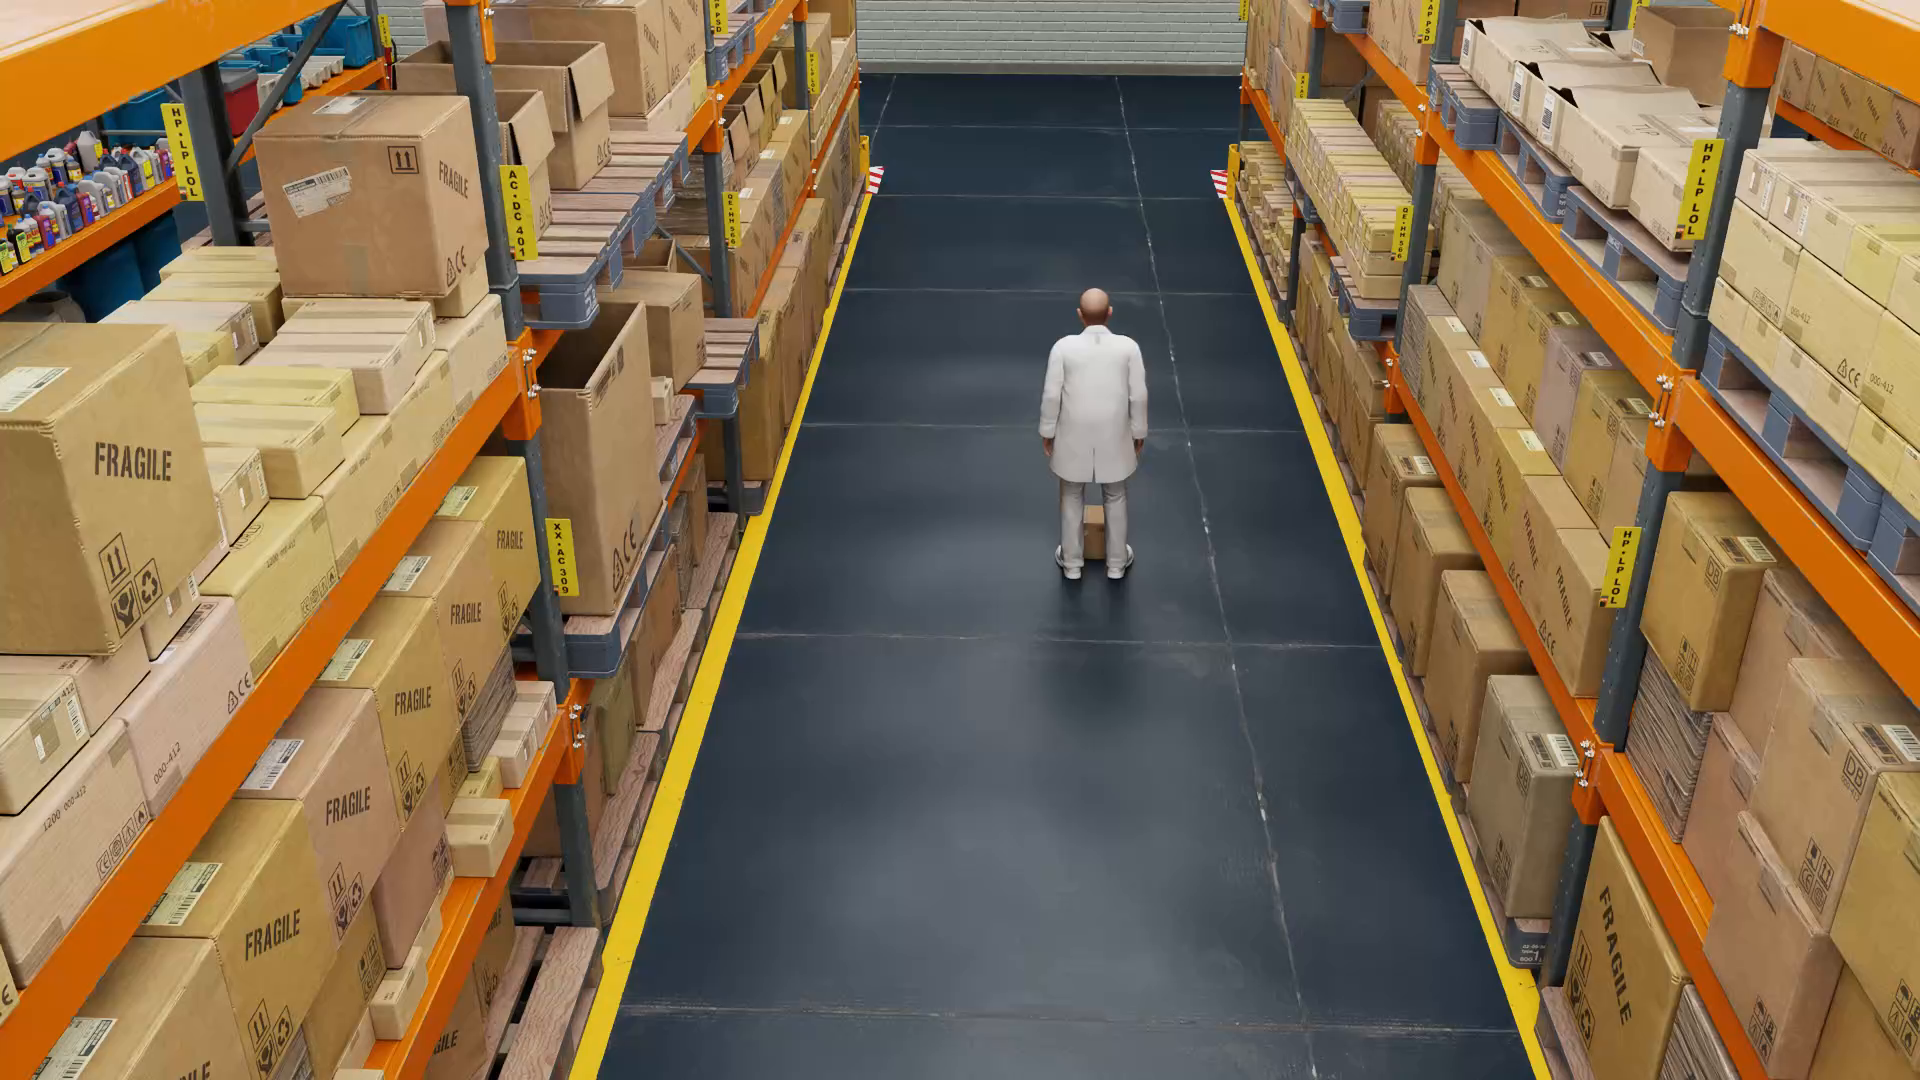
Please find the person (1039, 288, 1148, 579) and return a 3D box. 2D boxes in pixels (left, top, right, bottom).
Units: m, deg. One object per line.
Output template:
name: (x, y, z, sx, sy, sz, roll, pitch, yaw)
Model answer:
person: (0.787, -0.614, 9.810, 0.643, 1.774, 0.420, 1, 28, 2)
